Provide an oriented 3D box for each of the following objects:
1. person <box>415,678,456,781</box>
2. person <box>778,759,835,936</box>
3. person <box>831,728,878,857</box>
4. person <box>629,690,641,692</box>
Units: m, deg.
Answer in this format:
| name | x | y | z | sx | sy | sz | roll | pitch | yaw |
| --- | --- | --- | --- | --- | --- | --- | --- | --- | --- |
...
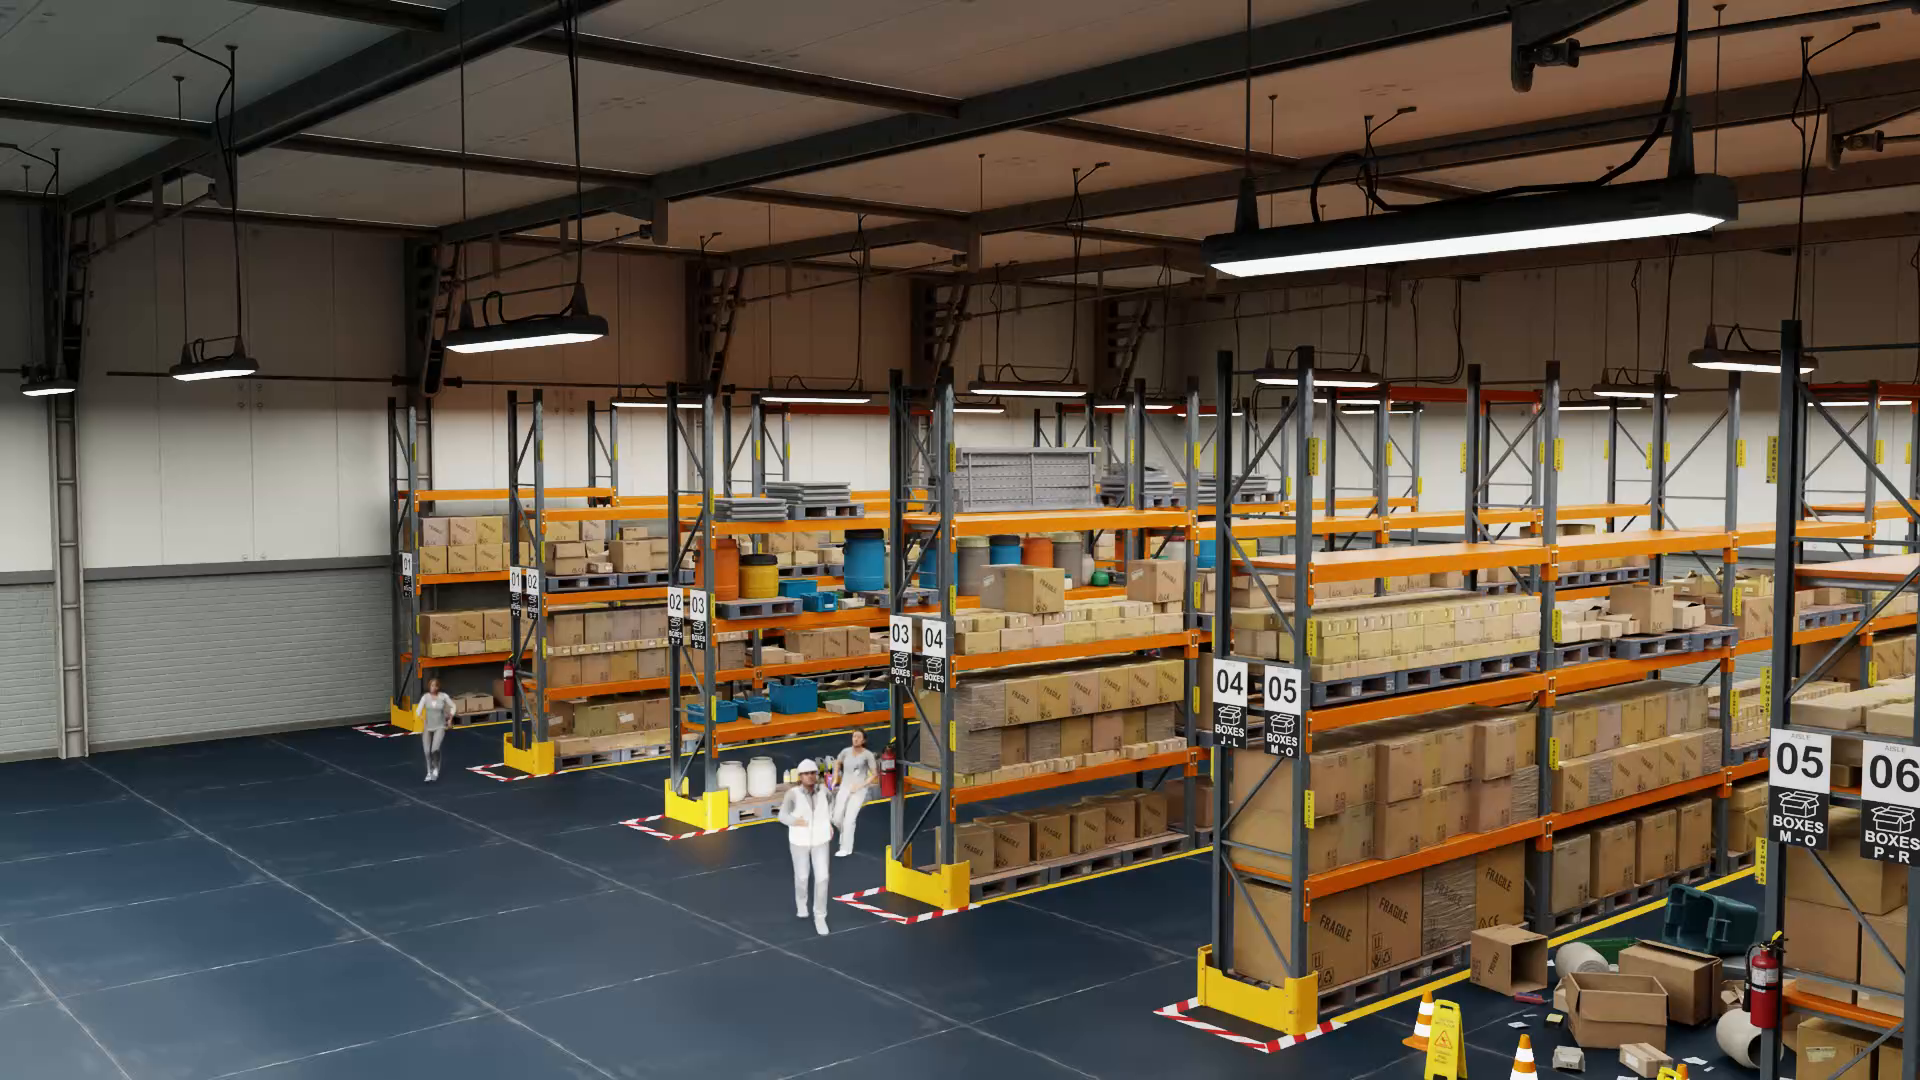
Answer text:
| name | x | y | z | sx | sy | sz | roll | pitch | yaw |
| --- | --- | --- | --- | --- | --- | --- | --- | --- | --- |
| person | -8.001 | 2.895 | 25.317 | 0.563 | 1.573 | 0.603 | 0 | 3 | -4 |
| person | -1.622 | 3.238 | 17.733 | 0.648 | 1.827 | 0.803 | -1 | 3 | -12 |
| person | -1.324 | 3.151 | 20.800 | 0.618 | 1.606 | 0.535 | 1 | 3 | 17 |
| person | -5.775 | 2.567 | 29.631 | 0.691 | 1.746 | 0.659 | 3 | 4 | 40 |
